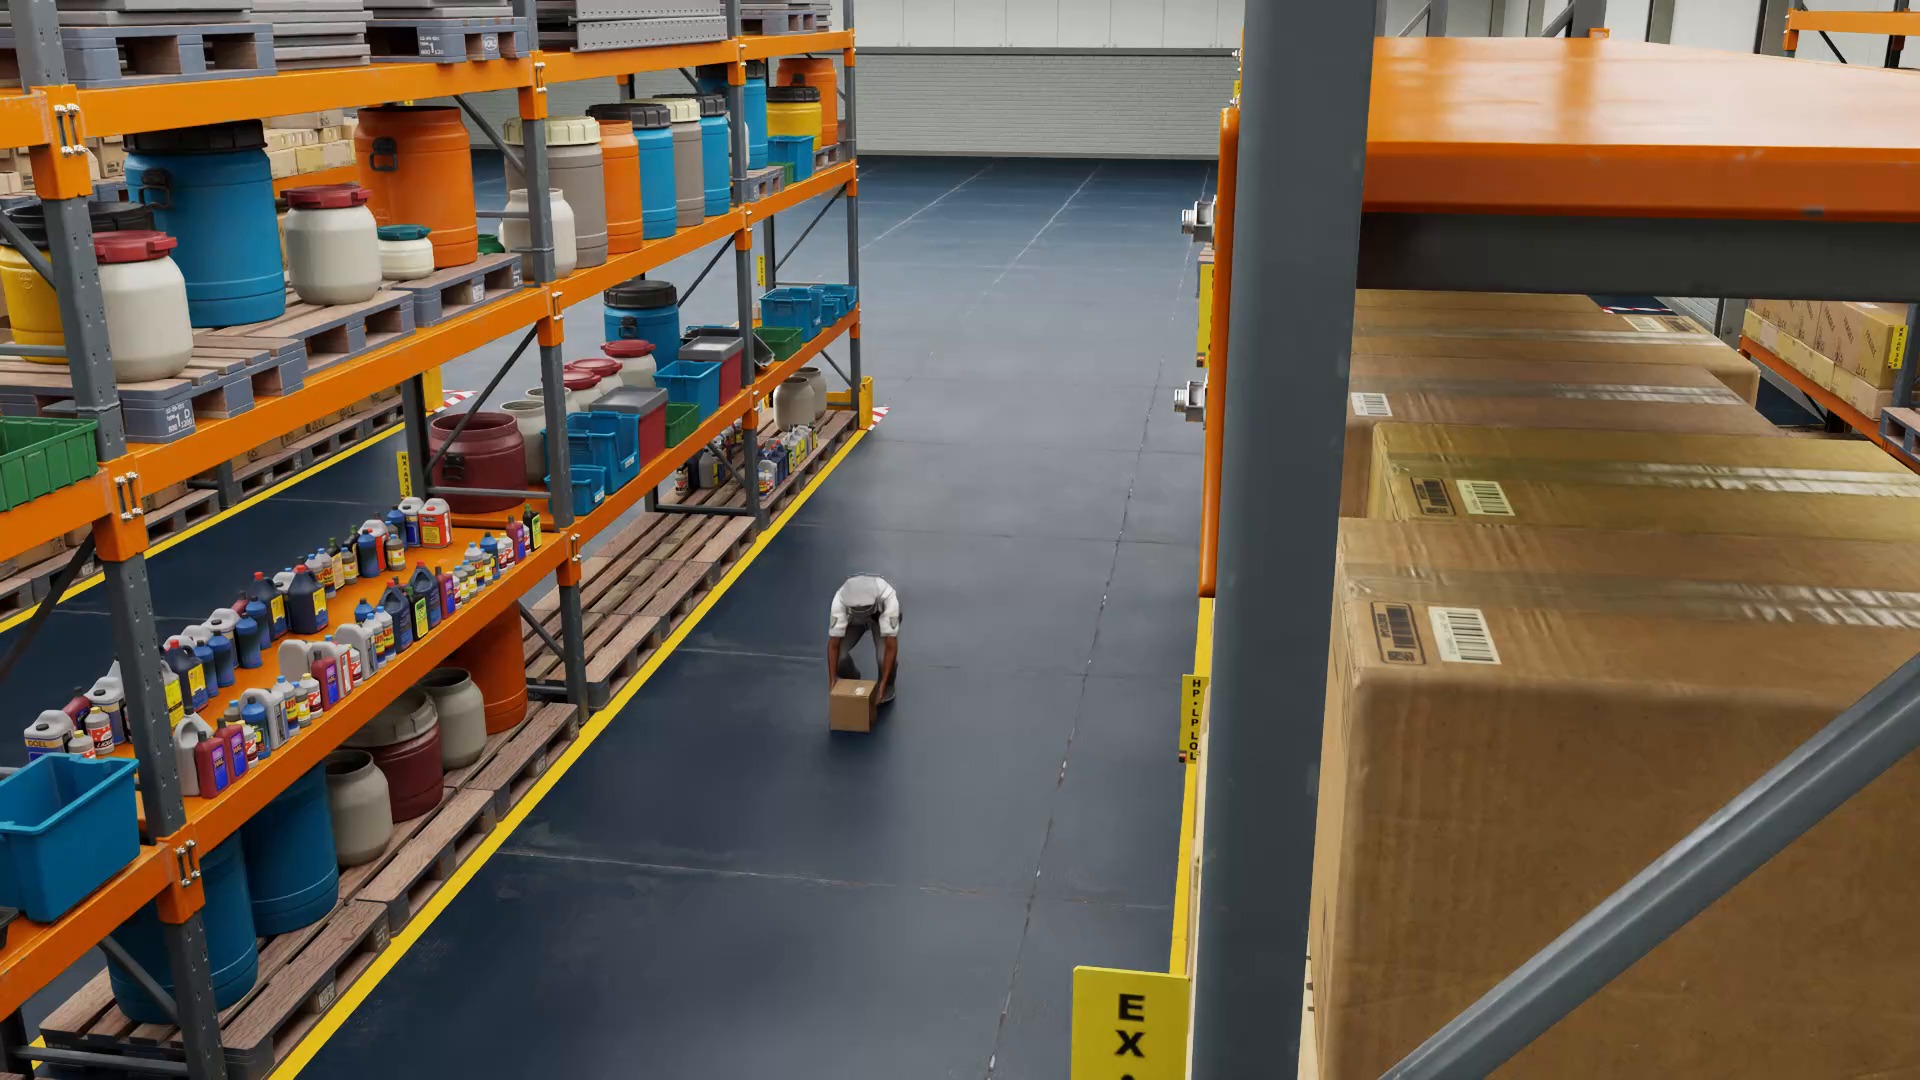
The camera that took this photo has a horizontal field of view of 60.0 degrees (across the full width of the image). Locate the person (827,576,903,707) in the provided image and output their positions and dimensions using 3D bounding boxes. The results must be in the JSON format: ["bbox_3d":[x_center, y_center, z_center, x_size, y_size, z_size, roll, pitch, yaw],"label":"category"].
[{"bbox_3d":[-0.611,0.613,10.807,0.486,0.968,0.858,3,18,9],"label":"person"}]
